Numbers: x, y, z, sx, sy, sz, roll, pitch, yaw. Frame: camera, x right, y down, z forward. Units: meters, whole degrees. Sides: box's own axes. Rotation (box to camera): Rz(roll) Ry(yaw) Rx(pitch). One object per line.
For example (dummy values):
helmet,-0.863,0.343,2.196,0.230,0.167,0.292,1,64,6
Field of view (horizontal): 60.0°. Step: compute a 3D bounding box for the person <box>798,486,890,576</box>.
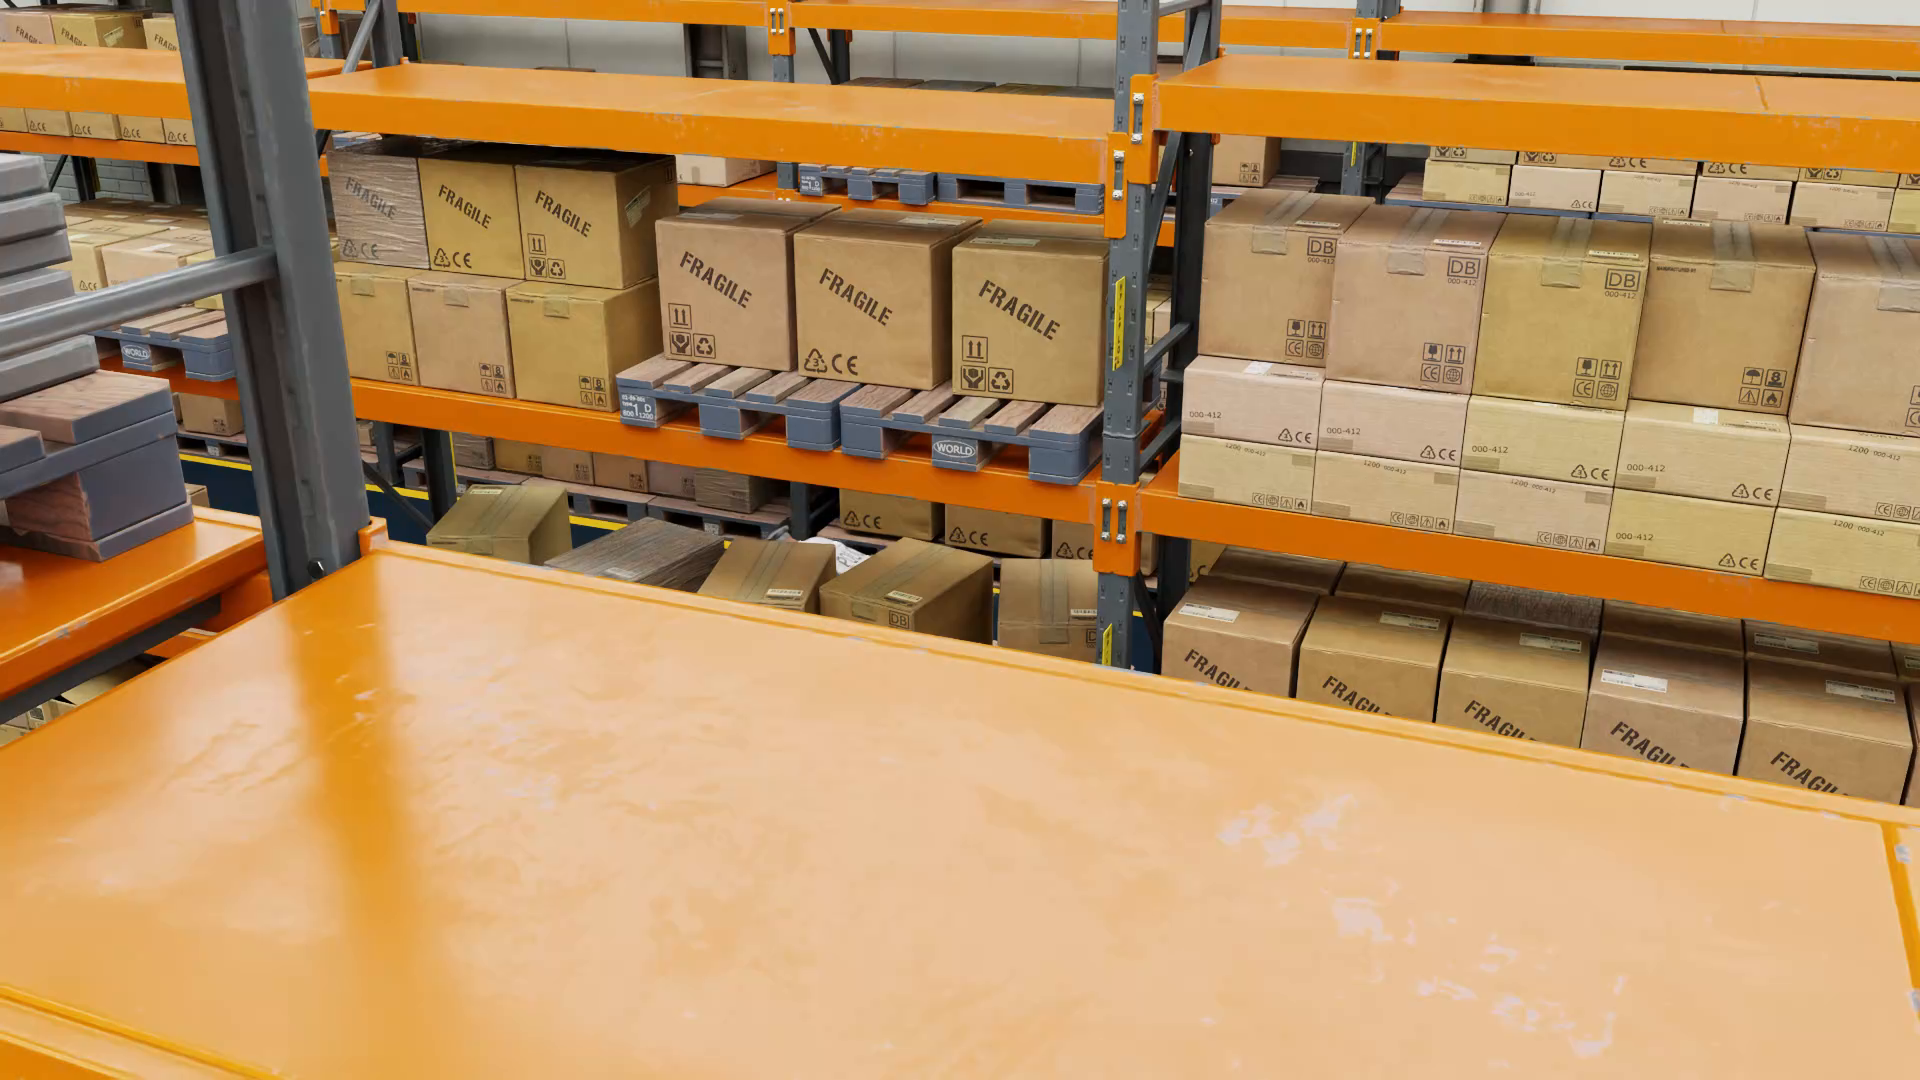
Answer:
person,-0.761,-0.040,10.994,0.573,1.767,0.493,9,24,21
